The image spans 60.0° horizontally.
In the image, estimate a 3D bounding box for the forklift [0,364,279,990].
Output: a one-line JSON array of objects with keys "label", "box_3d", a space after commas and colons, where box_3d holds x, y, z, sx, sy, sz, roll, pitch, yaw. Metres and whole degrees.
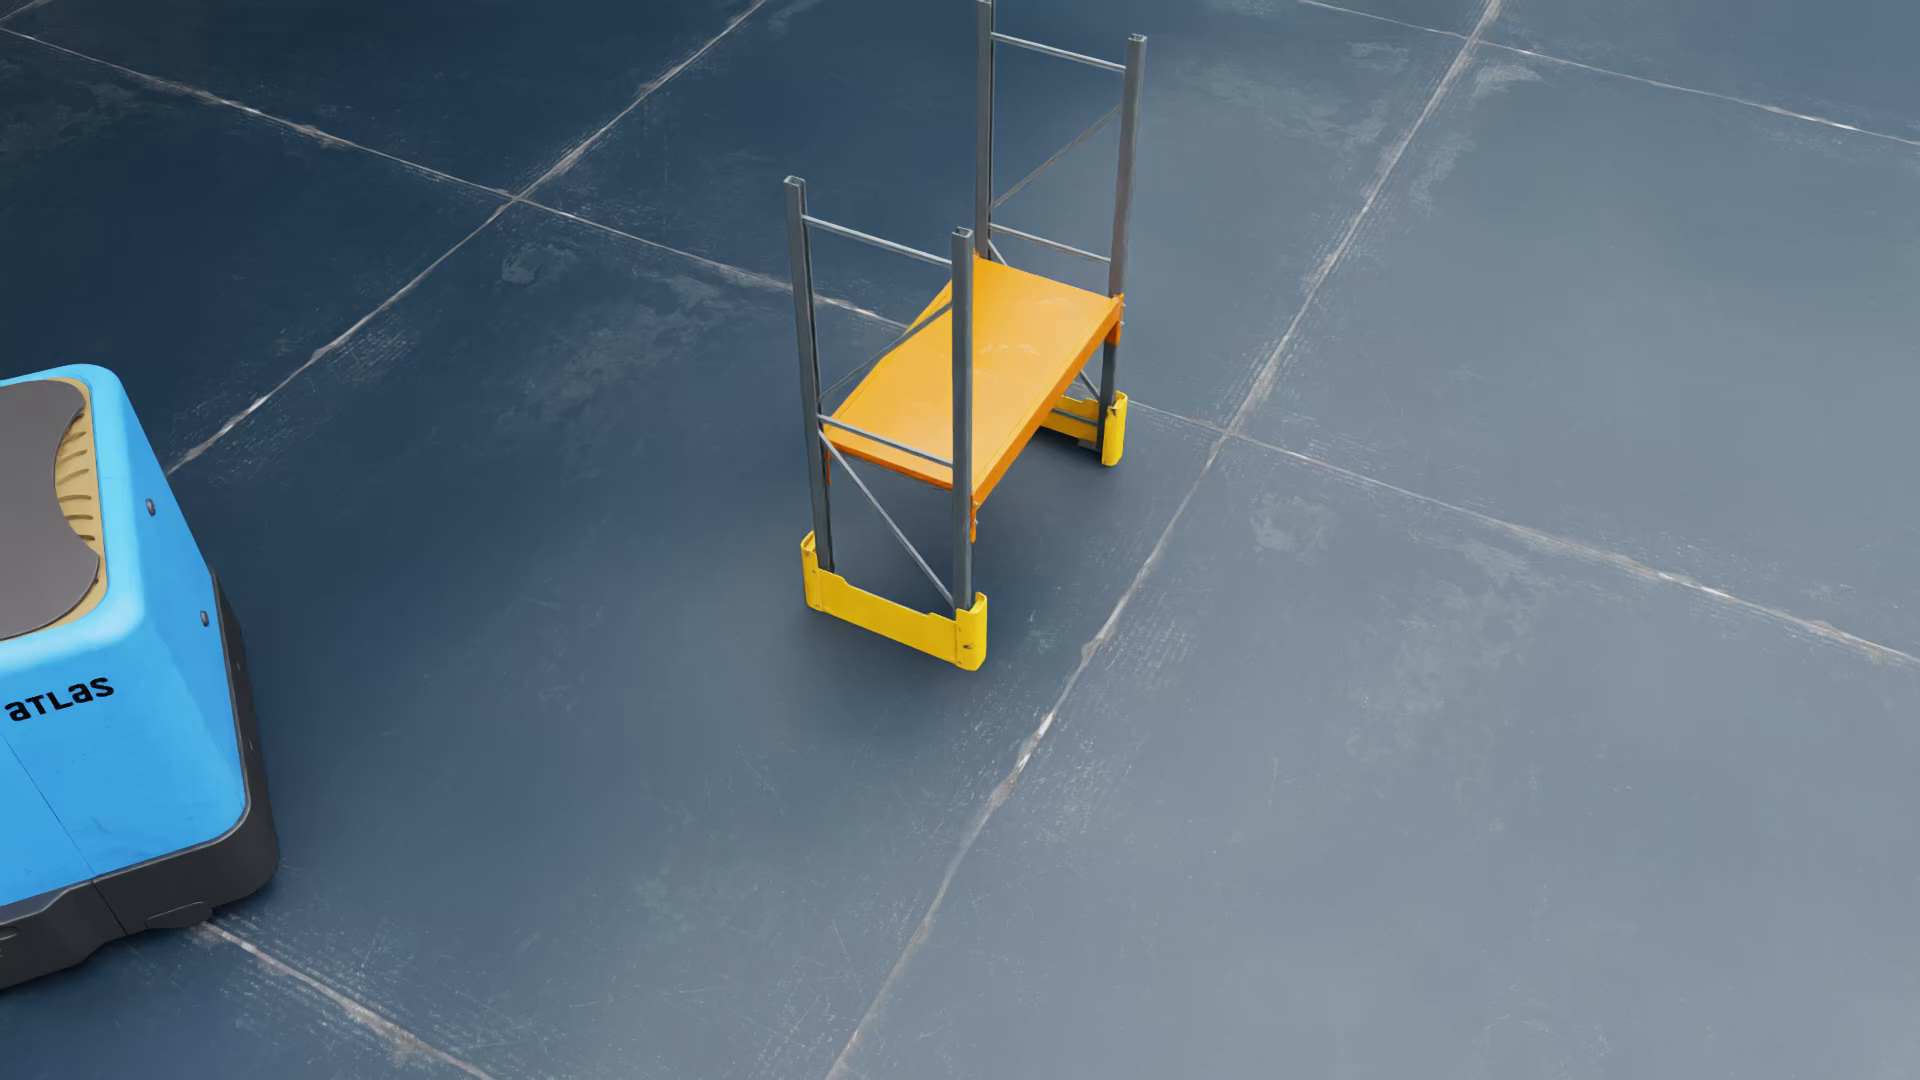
[{"label": "forklift", "box_3d": [-3.337, -0.013, 3.202, 3.031, 2.935, 1.130, -17, 48, -16]}]

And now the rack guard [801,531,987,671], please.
[{"label": "rack guard", "box_3d": [-0.196, 0.178, 4.898, 0.587, 0.250, 0.087, 20, 49, 19]}]

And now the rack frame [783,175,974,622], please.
[{"label": "rack frame", "box_3d": [-0.196, -0.261, 4.453, 0.500, 1.500, 0.032, 20, 49, 19]}]

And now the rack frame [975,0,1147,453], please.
[{"label": "rack frame", "box_3d": [0.276, -0.901, 5.086, 0.500, 1.500, 0.032, 20, 49, 19]}]

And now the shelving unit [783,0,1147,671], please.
[{"label": "shelving unit", "box_3d": [0.035, -0.575, 4.764, 0.587, 1.500, 1.083, 20, 49, 19]}]

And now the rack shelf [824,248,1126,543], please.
[{"label": "rack shelf", "box_3d": [0.040, -0.455, 4.898, 0.538, 0.185, 1.000, 20, 49, 19]}]

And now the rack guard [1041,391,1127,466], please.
[{"label": "rack guard", "box_3d": [0.267, -0.450, 5.519, 0.587, 0.250, 0.087, 20, 49, 19]}]
